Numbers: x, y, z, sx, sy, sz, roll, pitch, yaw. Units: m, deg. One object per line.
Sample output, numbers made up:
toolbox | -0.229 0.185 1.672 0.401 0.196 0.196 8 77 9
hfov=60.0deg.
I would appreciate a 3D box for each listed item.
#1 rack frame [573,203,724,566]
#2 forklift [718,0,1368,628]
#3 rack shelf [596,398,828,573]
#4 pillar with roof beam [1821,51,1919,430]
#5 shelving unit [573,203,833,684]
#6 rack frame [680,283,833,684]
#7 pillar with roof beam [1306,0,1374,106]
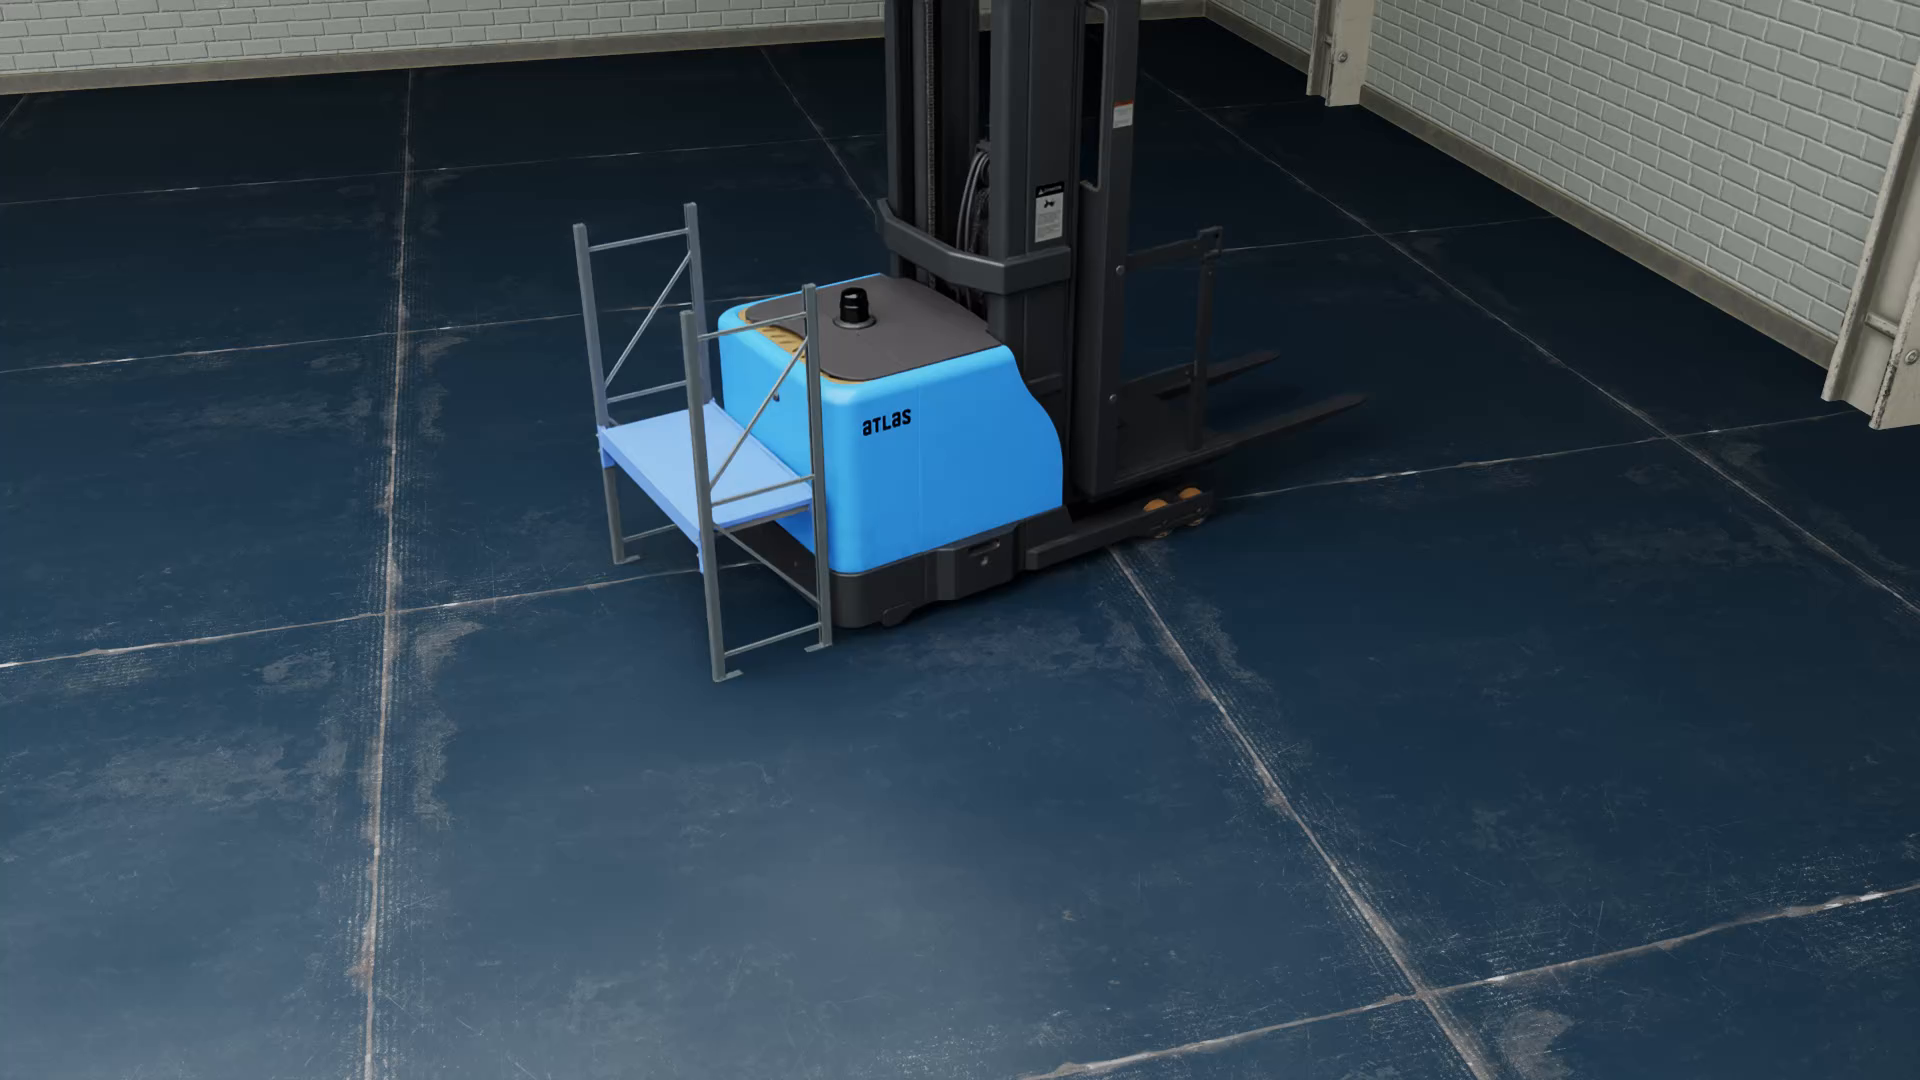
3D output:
rack frame | -1.254 -0.609 6.806 0.500 1.500 0.032 -17 34 -27
forklift | 0.516 -1.479 6.880 3.031 2.935 1.130 -18 35 -29
rack shelf | -0.987 -0.237 6.521 0.538 0.185 1.000 -17 34 -27
pillar with roof beam | 0.454 -3.980 5.144 9.100 9.000 0.400 -8 31 -13
shelving unit | -0.987 -0.393 6.431 0.538 1.500 1.048 -17 34 -27
rack frame | -0.720 -0.176 6.057 0.500 1.500 0.032 -17 34 -27
pillar with roof beam | -1.138 -6.878 10.150 9.100 9.000 0.400 -8 31 -13
